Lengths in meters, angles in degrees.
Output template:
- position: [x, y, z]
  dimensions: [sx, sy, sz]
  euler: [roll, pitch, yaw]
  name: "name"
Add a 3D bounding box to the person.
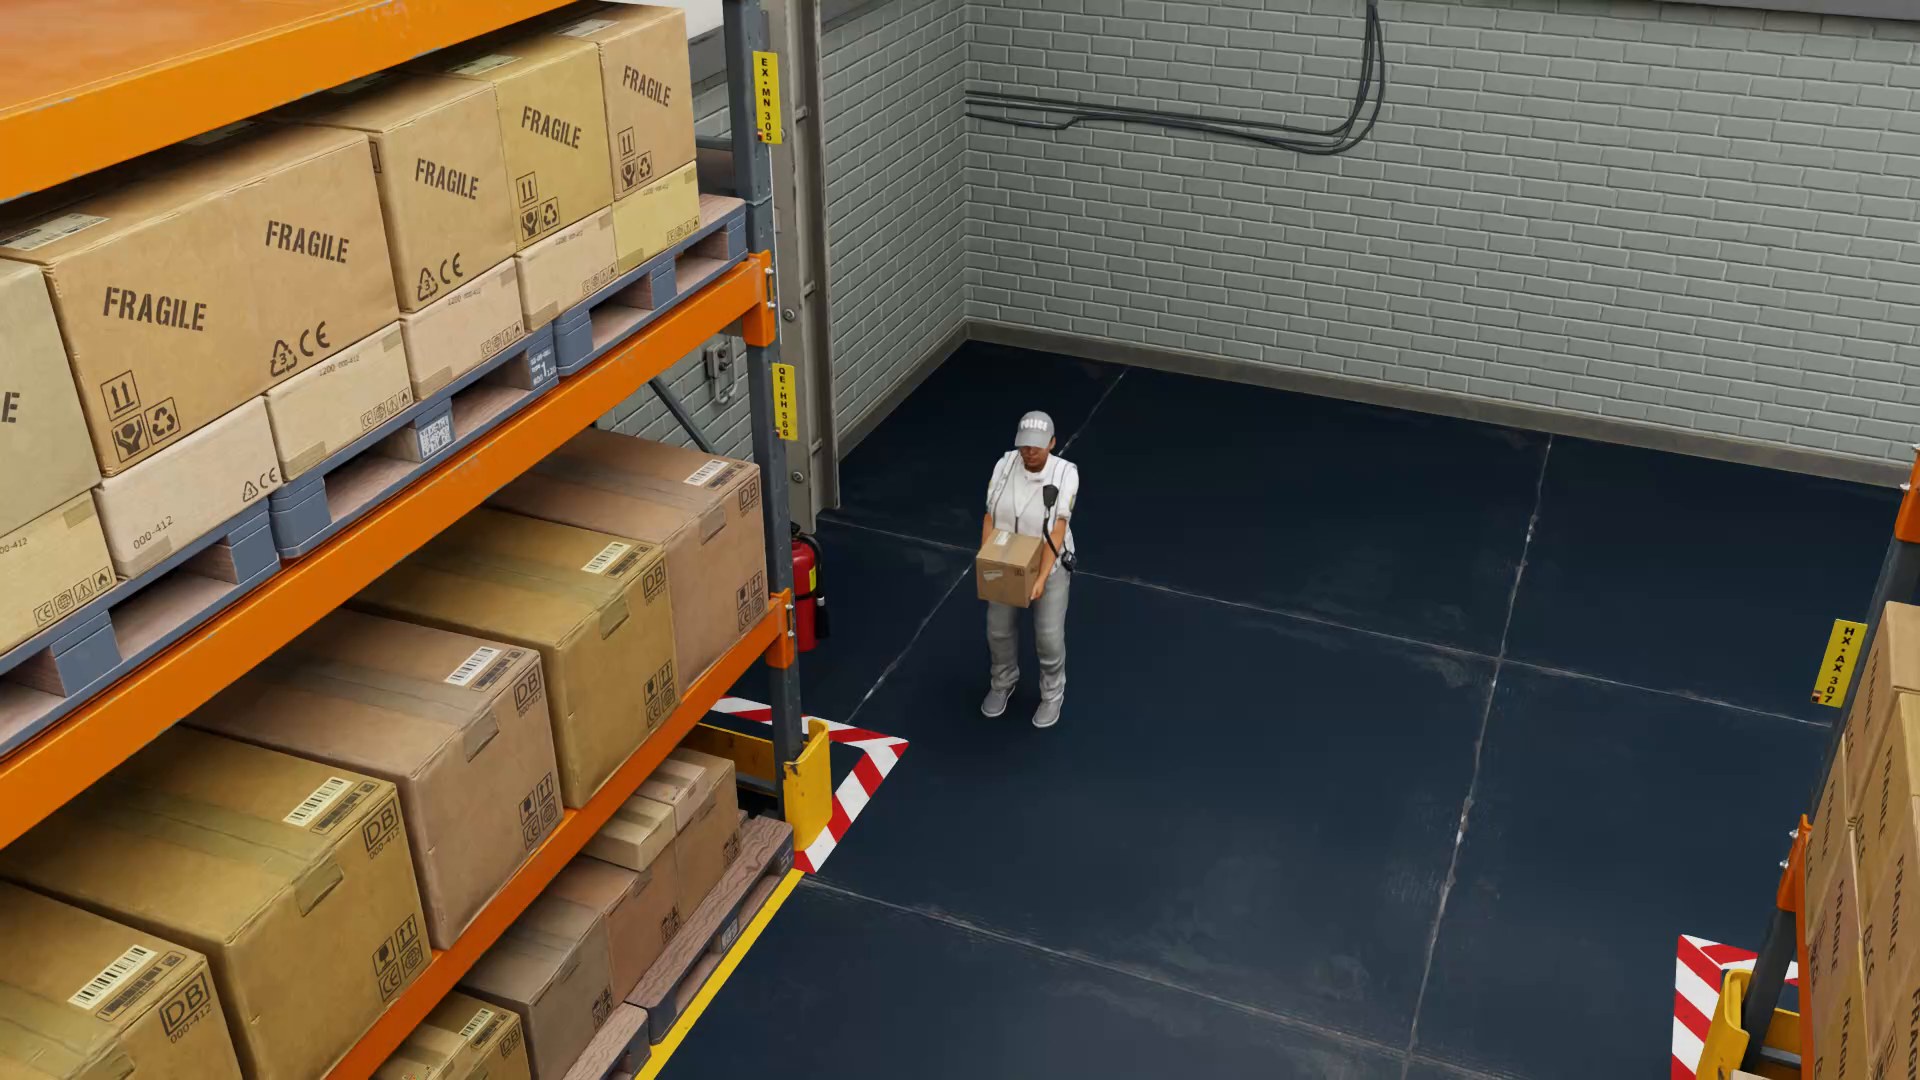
- position: [0.316, 0.170, 8.102]
  dimensions: [0.452, 1.663, 0.521]
  euler: [11, 32, 19]
  name: "person"
